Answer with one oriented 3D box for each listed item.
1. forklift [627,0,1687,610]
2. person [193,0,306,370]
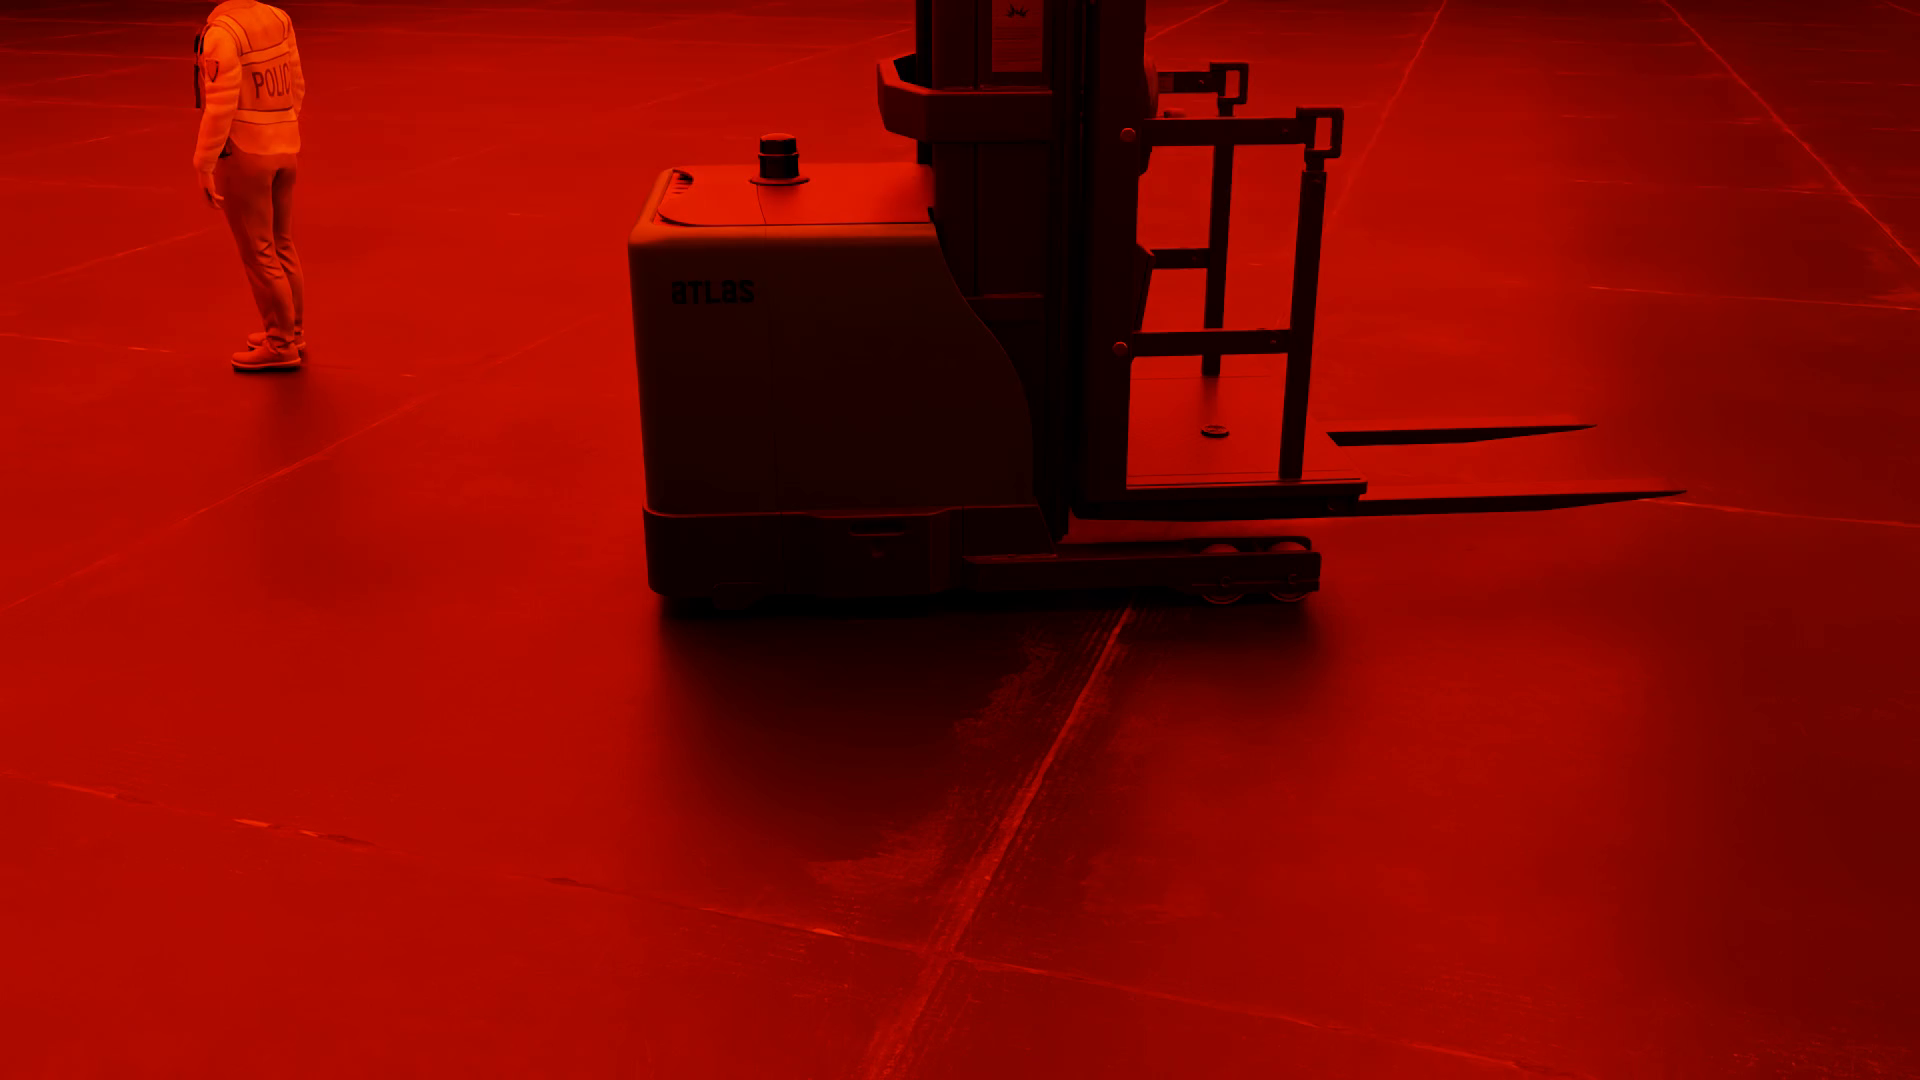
[{"bbox_3d":[0.606,-1.374,4.608,3.031,2.935,1.130,-2,23,-4],"label":"forklift"},{"bbox_3d":[-2.826,-1.502,6.518,0.533,1.694,0.586,5,23,12],"label":"person"}]
